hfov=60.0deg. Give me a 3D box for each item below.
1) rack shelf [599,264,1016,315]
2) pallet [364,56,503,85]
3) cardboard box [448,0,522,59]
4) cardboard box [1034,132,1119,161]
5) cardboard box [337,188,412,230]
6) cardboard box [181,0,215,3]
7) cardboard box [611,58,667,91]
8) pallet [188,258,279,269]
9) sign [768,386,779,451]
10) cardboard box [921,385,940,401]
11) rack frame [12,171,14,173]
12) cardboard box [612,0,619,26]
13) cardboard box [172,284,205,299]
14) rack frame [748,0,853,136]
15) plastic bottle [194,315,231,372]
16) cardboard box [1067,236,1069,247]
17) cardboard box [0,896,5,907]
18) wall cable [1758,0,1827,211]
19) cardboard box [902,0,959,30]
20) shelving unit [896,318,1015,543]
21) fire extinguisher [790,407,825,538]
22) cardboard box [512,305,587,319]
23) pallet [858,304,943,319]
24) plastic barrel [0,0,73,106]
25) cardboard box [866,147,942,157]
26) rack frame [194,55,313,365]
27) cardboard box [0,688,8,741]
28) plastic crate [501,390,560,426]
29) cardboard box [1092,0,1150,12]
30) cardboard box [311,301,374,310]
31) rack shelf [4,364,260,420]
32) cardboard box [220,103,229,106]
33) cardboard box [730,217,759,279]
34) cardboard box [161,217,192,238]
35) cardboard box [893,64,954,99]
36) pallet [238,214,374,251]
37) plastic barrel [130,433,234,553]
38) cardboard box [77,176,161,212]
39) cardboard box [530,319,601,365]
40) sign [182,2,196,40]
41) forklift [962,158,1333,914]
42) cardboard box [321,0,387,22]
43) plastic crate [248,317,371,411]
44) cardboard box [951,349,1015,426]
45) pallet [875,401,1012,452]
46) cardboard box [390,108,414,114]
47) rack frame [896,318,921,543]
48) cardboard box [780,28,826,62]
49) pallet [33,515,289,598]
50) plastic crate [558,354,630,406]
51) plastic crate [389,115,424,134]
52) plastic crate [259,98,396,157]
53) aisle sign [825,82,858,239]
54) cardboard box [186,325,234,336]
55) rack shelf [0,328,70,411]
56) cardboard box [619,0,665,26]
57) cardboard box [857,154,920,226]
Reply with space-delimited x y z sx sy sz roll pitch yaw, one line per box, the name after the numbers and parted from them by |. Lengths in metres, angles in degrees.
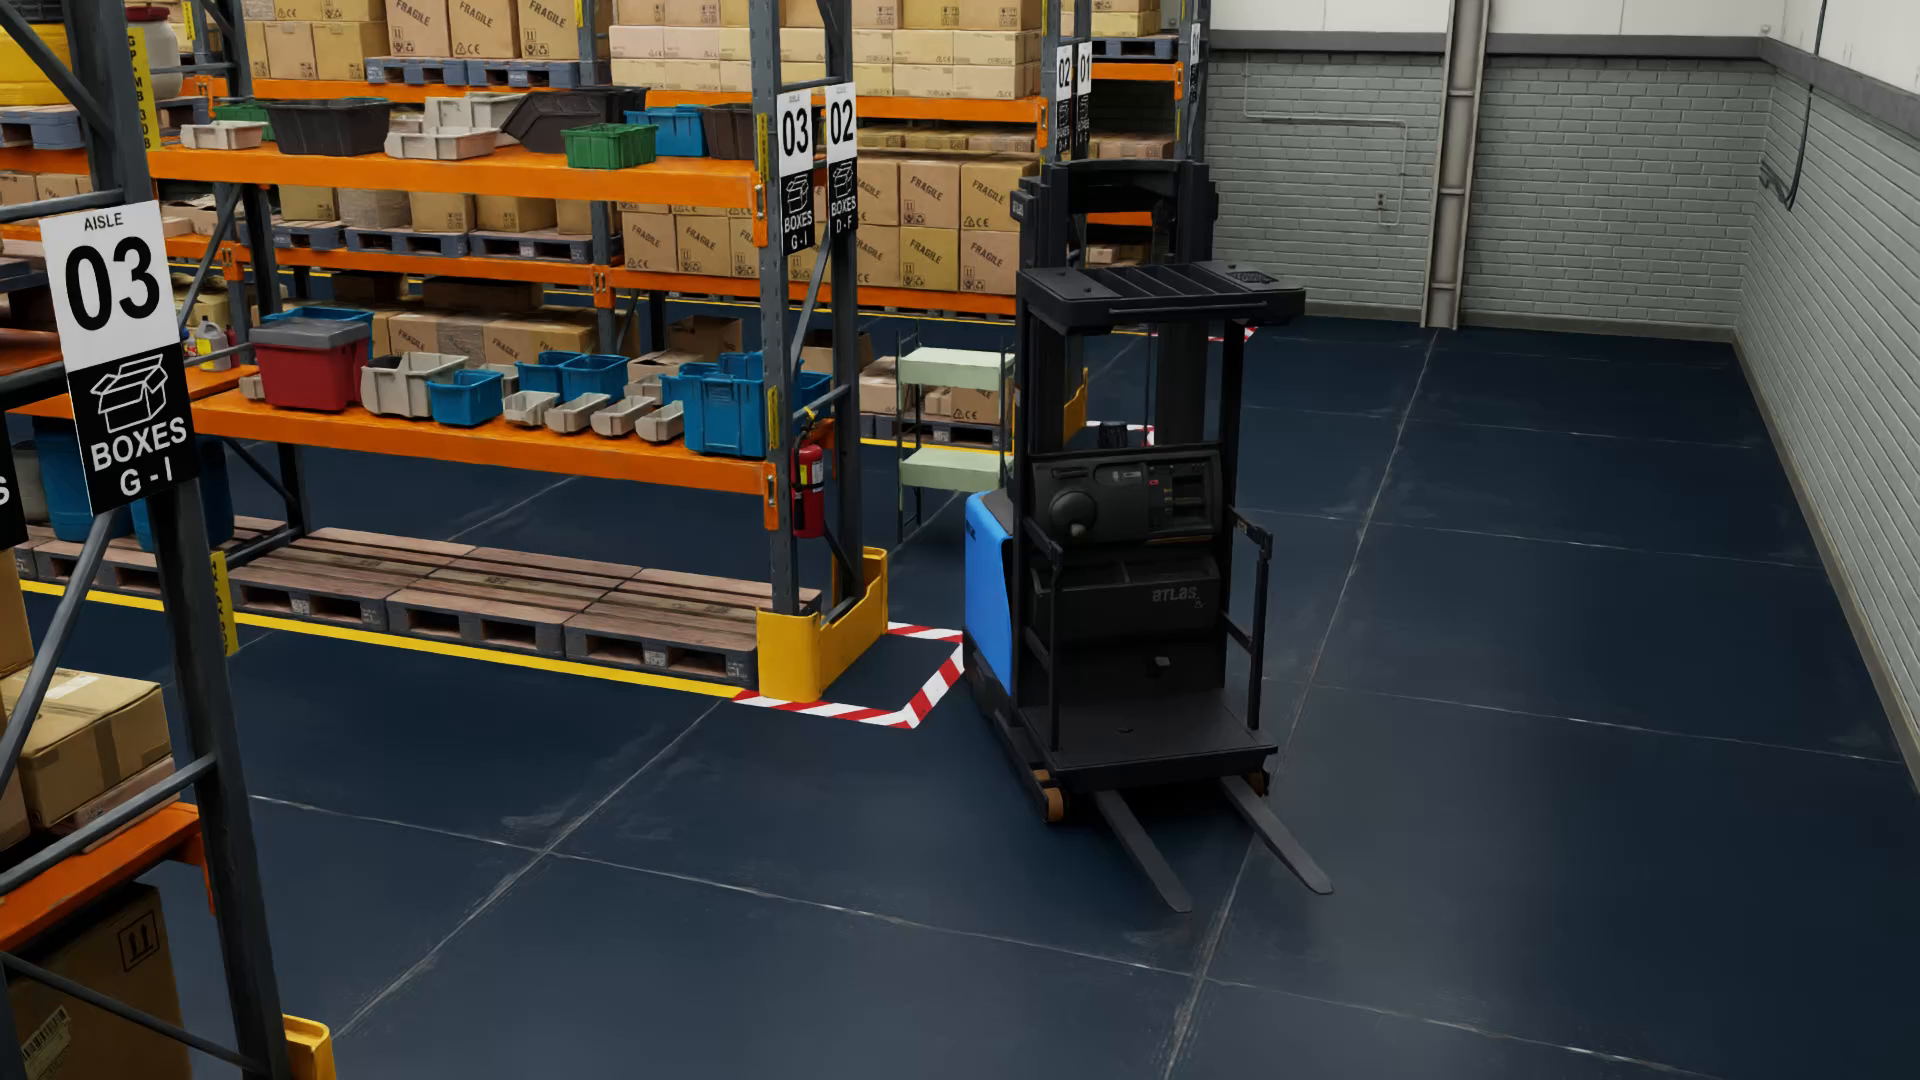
-1.055 -2.138 14.246 4.000 0.370 1.077 7 20 18 | rack shelf
-4.518 -4.225 14.868 1.003 0.211 1.213 7 20 18 | pallet
-4.035 -4.546 14.561 0.600 0.600 0.600 6 20 17 | cardboard box
1.280 -4.071 18.243 0.700 0.700 0.980 6 20 18 | cardboard box
-5.290 -3.180 15.353 0.500 0.500 0.700 11 22 28 | cardboard box
-9.442 -7.014 20.882 0.500 0.500 0.500 5 20 13 | cardboard box
-2.567 -3.910 13.907 0.500 0.250 0.500 7 20 18 | cardboard box
-9.526 -3.844 22.282 1.213 0.211 1.003 7 20 18 | pallet
-0.960 -0.627 8.568 0.005 0.325 0.100 7 20 18 | sign
-0.059 -1.372 14.465 0.500 0.250 0.500 7 20 18 | cardboard box
-12.658 -5.531 22.886 0.127 3.000 1.000 7 20 18 | rack frame
-4.106 -6.263 19.608 0.500 0.500 0.700 5 20 15 | cardboard box
-7.792 -2.325 16.376 0.500 0.311 0.500 6 20 17 | cardboard box
-0.795 -3.555 8.104 0.127 3.000 1.000 7 20 18 | rack frame
-4.838 -1.274 10.749 0.185 0.351 0.144 7 20 18 | plastic bottle
1.231 -3.302 18.665 0.250 0.149 0.380 7 20 19 | cardboard box
-2.865 1.000 4.531 0.250 0.149 0.380 7 20 19 | cardboard box
7.681 -4.447 15.380 0.112 2.526 3.097 7 20 18 | wall cable
-0.101 -4.328 13.208 0.500 0.500 0.700 7 20 18 | cardboard box
-0.006 -0.709 11.331 0.755 1.500 0.431 7 20 18 | shelving unit
-0.802 -0.352 8.713 0.183 0.674 0.296 7 20 18 | fire extinguisher
-3.829 -1.904 15.609 0.500 0.500 0.500 7 20 19 | cardboard box
-0.630 -2.811 19.321 1.213 0.211 1.003 7 20 18 | pallet
-5.502 -2.893 9.838 0.600 0.588 0.600 0 19 0 | plastic barrel
-0.466 -3.021 14.015 0.500 0.500 0.500 7 20 19 | cardboard box
-6.723 -3.126 15.987 0.127 3.000 1.000 7 20 18 | rack frame
-2.967 0.423 4.442 0.500 0.500 0.500 7 20 19 | cardboard box
-2.451 -0.742 9.458 0.250 0.136 0.298 7 20 18 | plastic crate
1.675 -5.742 17.233 0.500 0.500 0.500 6 20 18 | cardboard box
-5.891 -1.961 15.773 0.500 0.500 0.500 6 20 16 | cardboard box
-6.463 -1.031 11.069 4.000 0.370 1.077 7 20 18 | rack shelf
-9.428 -5.346 21.415 0.500 0.500 0.500 6 20 18 | cardboard box
-1.596 -2.492 14.017 0.500 0.500 0.500 6 20 18 | cardboard box
-7.663 -3.019 16.061 0.250 0.149 0.380 7 20 18 | cardboard box
-0.207 -3.638 13.128 0.500 0.250 0.500 7 20 18 | cardboard box
-6.060 -2.984 15.871 1.003 0.211 1.213 7 20 18 | pallet
-5.082 -0.426 10.791 0.708 0.901 0.600 7 20 18 | plastic barrel
-8.314 -3.349 16.476 0.500 0.500 0.500 5 20 15 | cardboard box
-3.505 -1.686 14.984 0.500 0.500 0.500 6 20 18 | cardboard box
-6.913 -4.652 14.903 0.005 0.325 0.100 7 20 18 | sign
0.850 -0.197 7.689 1.130 2.935 3.031 -4 20 -13 | forklift
-5.350 -4.903 14.856 0.500 0.500 0.500 7 20 18 | cardboard box
-3.813 -1.038 9.810 0.583 0.464 0.402 7 20 18 | plastic crate
0.239 -1.271 13.796 0.500 0.500 0.500 7 20 18 | cardboard box
0.009 -1.039 14.237 1.213 0.211 1.003 7 20 18 | pallet
-7.252 -5.164 21.014 0.500 0.500 0.700 10 21 26 | cardboard box
-0.352 -0.748 11.445 0.023 1.500 0.400 7 20 18 | rack frame
-1.153 -3.981 13.351 0.500 0.250 0.500 7 20 18 | cardboard box
-5.289 0.066 11.066 1.213 0.211 1.003 7 20 18 | pallet
-2.164 -0.943 9.887 0.300 0.233 0.416 7 20 18 | plastic crate
-3.247 -2.427 9.826 0.466 0.136 0.293 7 20 18 | plastic crate
-3.490 -2.290 9.229 0.590 0.269 0.497 7 20 18 | plastic crate
-0.630 -2.034 8.906 0.004 0.787 0.394 7 20 18 | aisle sign
-7.300 -2.007 16.316 0.500 0.250 0.500 7 20 19 | cardboard box
-4.310 -0.475 4.917 4.000 0.370 1.077 7 20 18 | rack shelf
-2.473 -4.589 13.956 0.500 0.500 0.700 7 20 18 | cardboard box
-0.646 -2.853 13.532 0.500 0.500 0.500 7 20 20 | cardboard box
